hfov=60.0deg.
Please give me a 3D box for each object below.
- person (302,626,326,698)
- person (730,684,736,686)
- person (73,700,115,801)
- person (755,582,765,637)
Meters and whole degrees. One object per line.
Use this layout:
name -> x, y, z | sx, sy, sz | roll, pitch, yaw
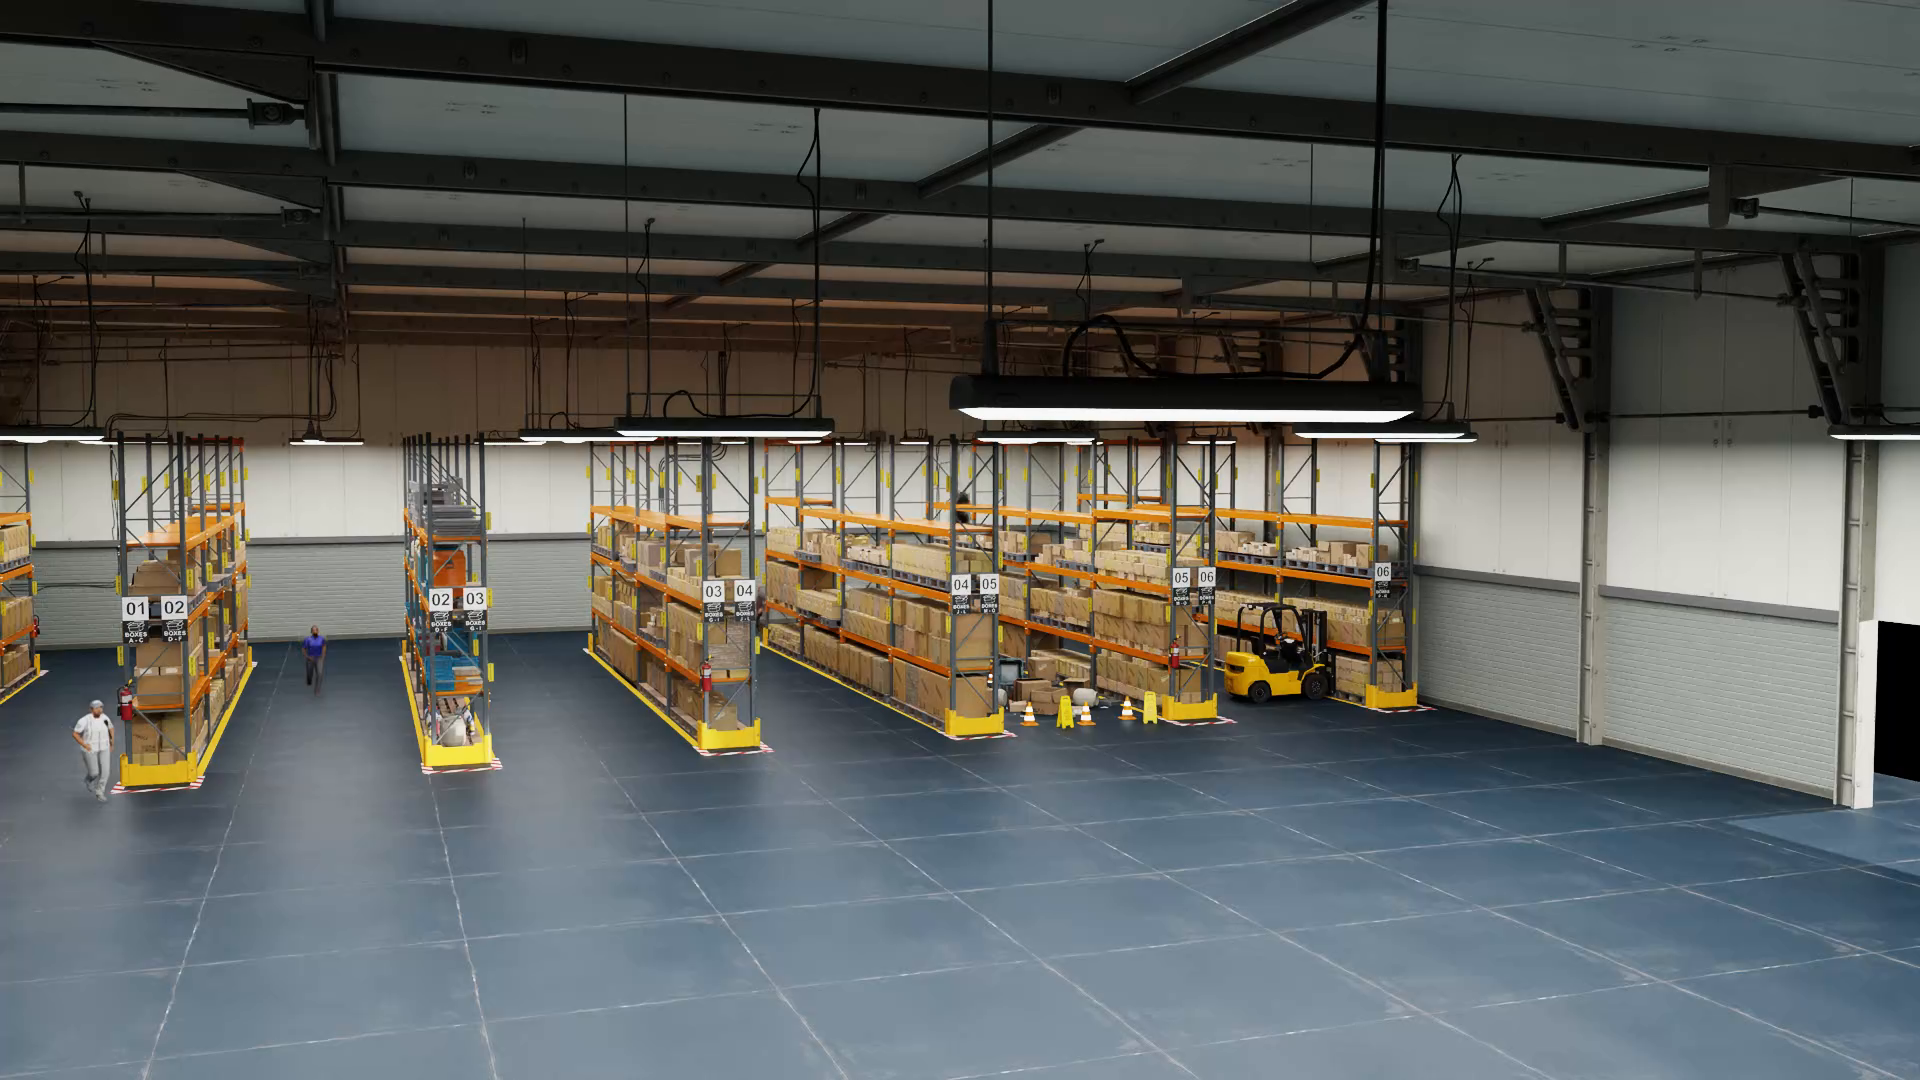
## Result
person -> -14.930, 2.845, 38.471 | 0.555, 1.558, 0.975 | -2, 4, -26
person -> -5.549, 2.703, 40.252 | 0.607, 1.624, 0.672 | -1, 3, -19
person -> -14.078, 3.422, 27.081 | 0.538, 1.637, 0.635 | 3, 4, 44
person -> -6.037, 2.130, 49.409 | 0.795, 1.767, 0.848 | -1, 3, -24
